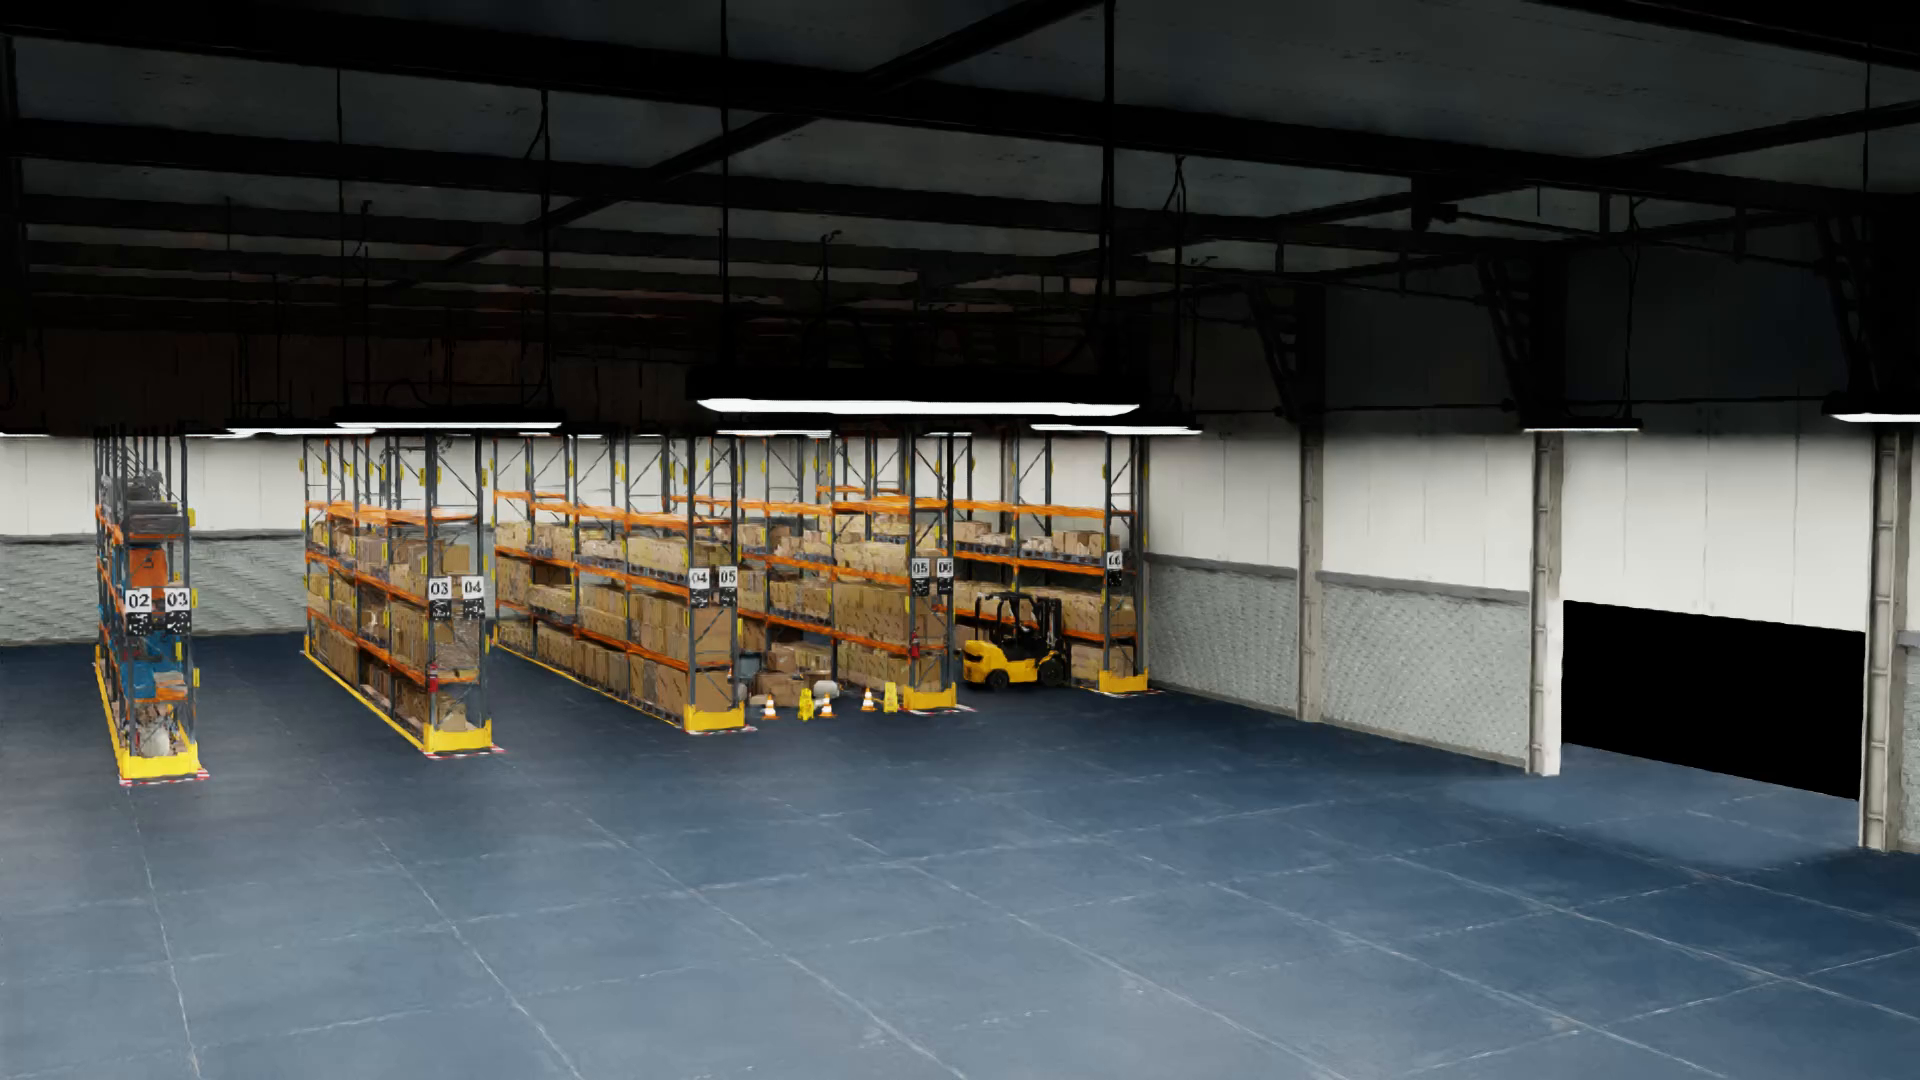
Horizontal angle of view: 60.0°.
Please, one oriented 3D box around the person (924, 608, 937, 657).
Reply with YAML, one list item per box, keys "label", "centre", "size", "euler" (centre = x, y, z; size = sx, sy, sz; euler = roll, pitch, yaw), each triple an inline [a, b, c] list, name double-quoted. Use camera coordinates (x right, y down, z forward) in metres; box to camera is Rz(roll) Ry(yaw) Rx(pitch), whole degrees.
- label: "person"
  centre: [-0.755, 2.463, 39.402]
  size: [0.495, 1.731, 0.588]
  euler: [0, 3, 2]
